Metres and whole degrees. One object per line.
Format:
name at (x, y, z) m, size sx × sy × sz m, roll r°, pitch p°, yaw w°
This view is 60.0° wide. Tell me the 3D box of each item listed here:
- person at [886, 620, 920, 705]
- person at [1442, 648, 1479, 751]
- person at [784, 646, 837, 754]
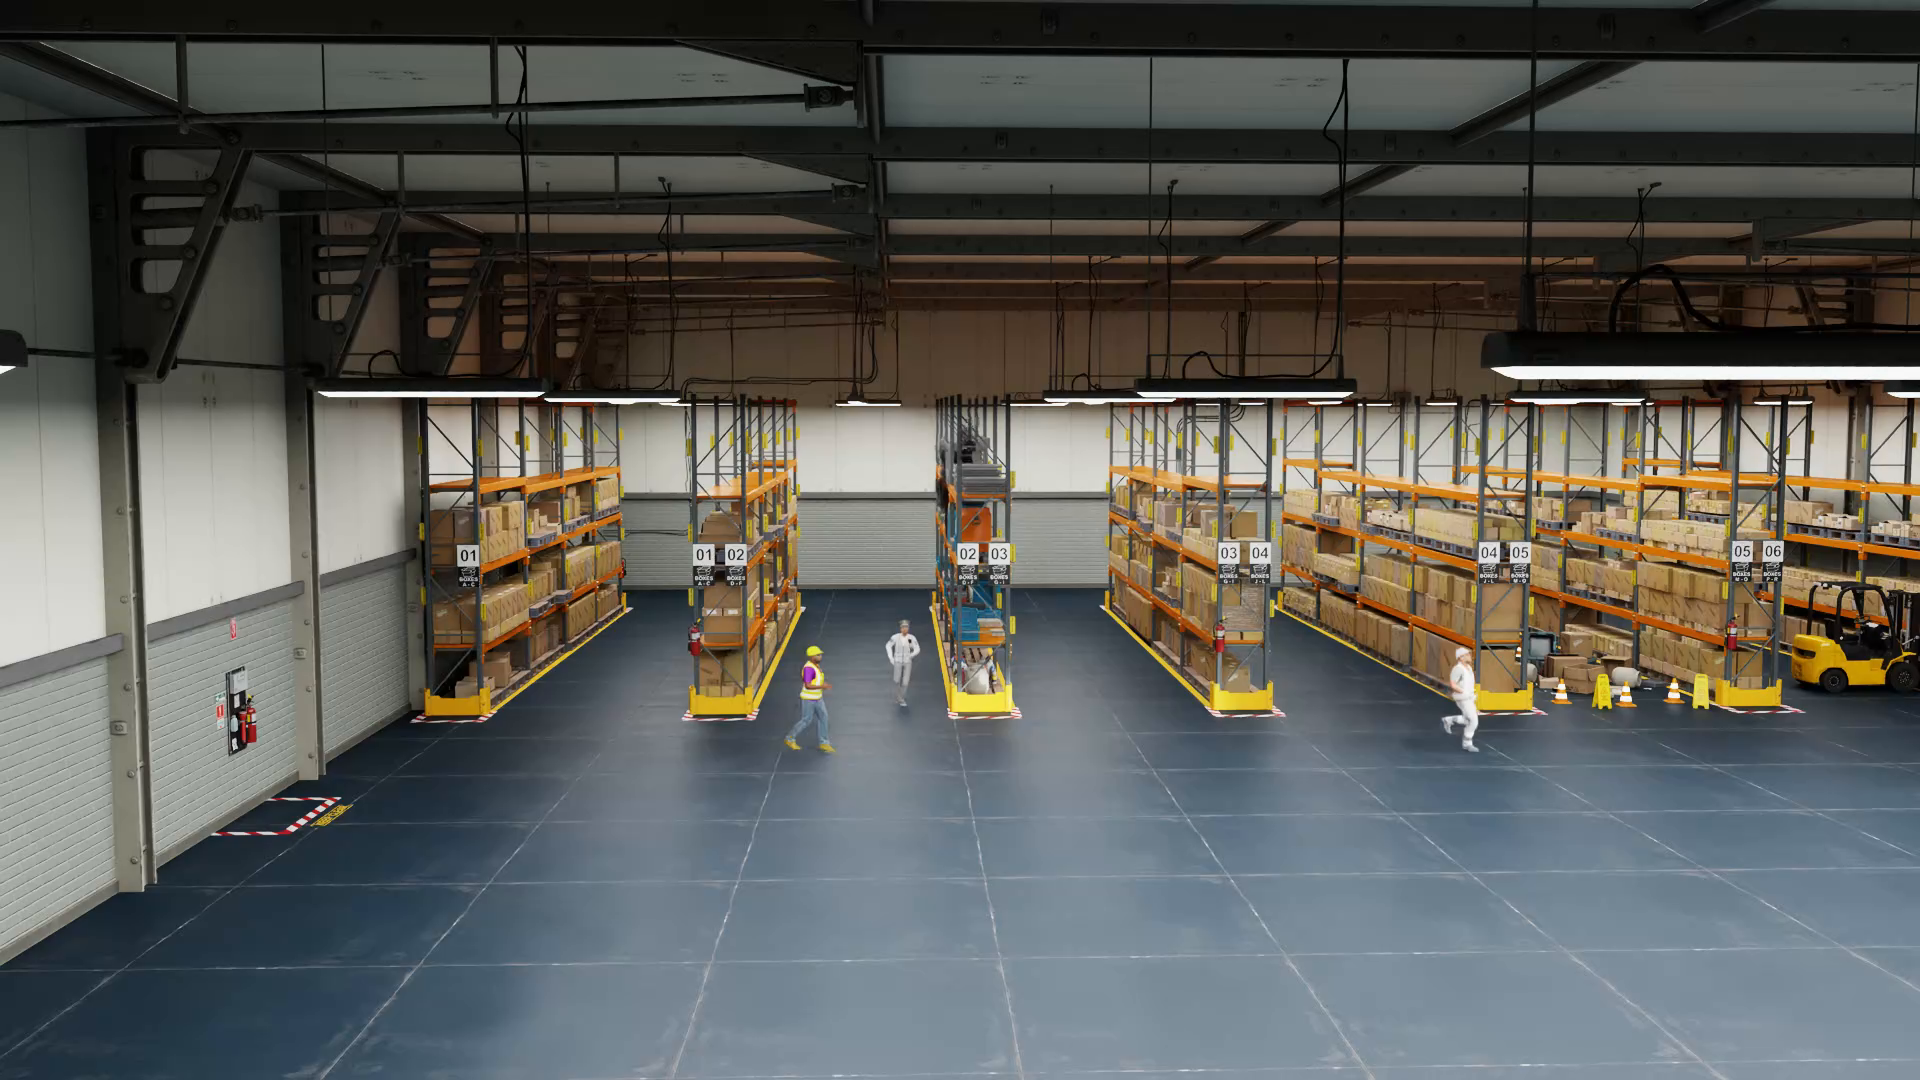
person at (-1.095, 2.366, 32.086) m, size 0.664 × 1.660 × 0.477 m, roll 0°, pitch 4°, yaw -2°
person at (8.426, 2.667, 27.997) m, size 0.675 × 1.724 × 0.676 m, roll 3°, pitch 5°, yaw 34°
person at (-2.494, 2.663, 27.673) m, size 0.874 × 1.803 × 0.644 m, roll 1°, pitch 5°, yaw 14°
